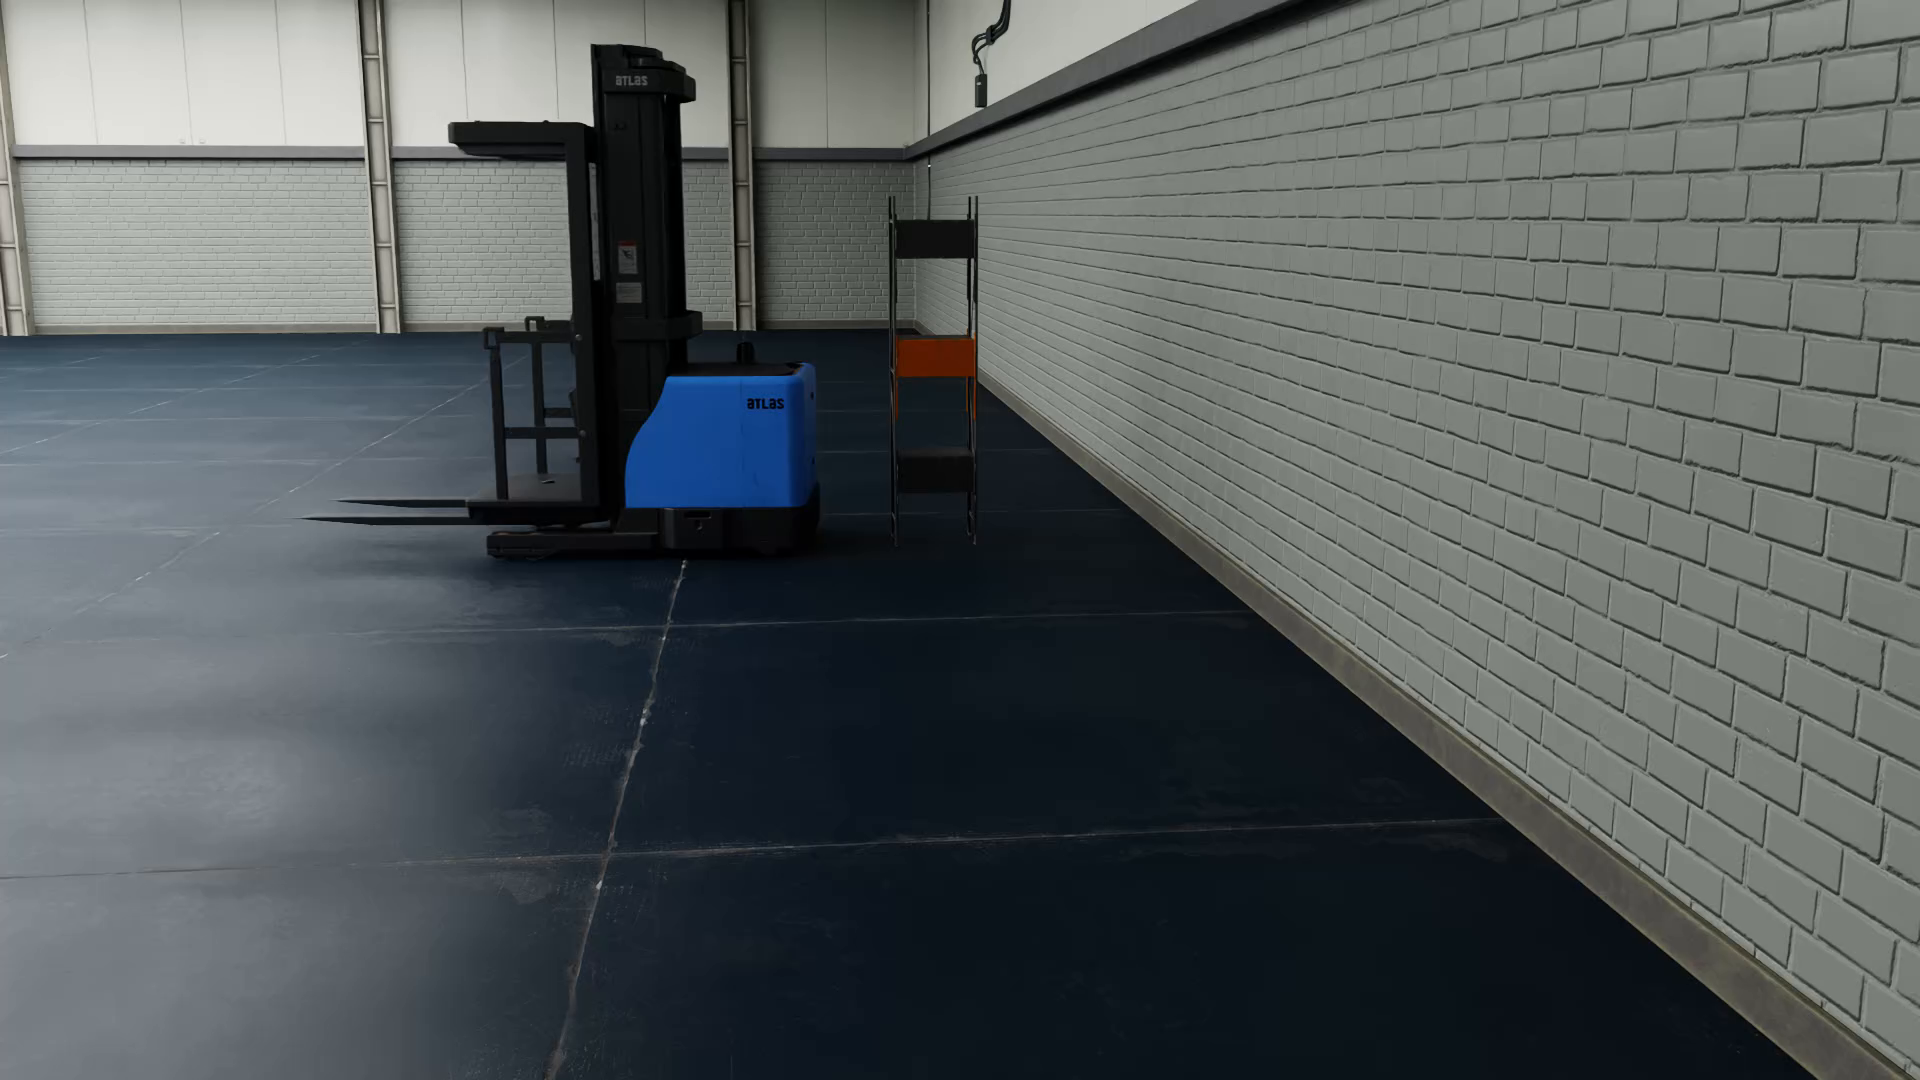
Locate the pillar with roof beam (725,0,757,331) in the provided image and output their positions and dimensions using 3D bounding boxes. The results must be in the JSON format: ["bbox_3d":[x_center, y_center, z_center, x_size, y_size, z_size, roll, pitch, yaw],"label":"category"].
[{"bbox_3d":[-3.284,-7.254,23.939,0.400,9.000,9.100,-1,11,-6],"label":"pillar with roof beam"}]

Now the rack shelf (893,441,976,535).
[{"bbox_3d":[-0.165,-0.327,10.286,0.480,0.518,0.431,-1,11,-6],"label":"rack shelf"}]

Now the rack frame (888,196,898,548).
[{"bbox_3d":[-0.407,-1.022,10.122,0.015,2.100,0.400,-1,11,-6],"label":"rack frame"}]

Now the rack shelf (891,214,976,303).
[{"bbox_3d":[-0.165,-1.700,10.016,0.480,0.518,0.431,-1,11,-6],"label":"rack shelf"}]

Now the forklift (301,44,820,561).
[{"bbox_3d":[-2.412,-1.419,9.989,3.031,2.935,1.130,0,11,-1],"label":"forklift"}]

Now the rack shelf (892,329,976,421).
[{"bbox_3d":[-0.165,-1.013,10.151,0.480,0.518,0.431,-1,11,-6],"label":"rack shelf"}]

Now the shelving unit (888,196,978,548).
[{"bbox_3d":[-0.165,-1.027,10.148,0.503,2.100,0.431,-1,11,-6],"label":"shelving unit"}]

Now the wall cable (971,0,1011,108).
[{"bbox_3d":[0.332,-7.735,17.570,0.169,6.003,2.305,-1,11,-6],"label":"wall cable"}]

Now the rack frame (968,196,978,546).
[{"bbox_3d":[0.078,-1.032,10.174,0.015,2.100,0.400,-1,11,-6],"label":"rack frame"}]

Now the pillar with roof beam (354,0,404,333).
[{"bbox_3d":[-9.249,-7.129,23.303,0.400,9.000,9.100,-1,11,-6],"label":"pillar with roof beam"}]

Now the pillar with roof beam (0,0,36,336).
[{"bbox_3d":[-15.214,-7.004,22.667,0.400,9.000,9.100,-1,11,-6],"label":"pillar with roof beam"}]

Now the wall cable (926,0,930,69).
[{"bbox_3d":[-0.385,-8.323,24.334,0.112,2.526,3.097,-1,11,-6],"label":"wall cable"}]

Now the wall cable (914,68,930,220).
[{"bbox_3d":[-0.677,-6.364,27.460,0.112,2.526,3.097,-1,11,-6],"label":"wall cable"}]
